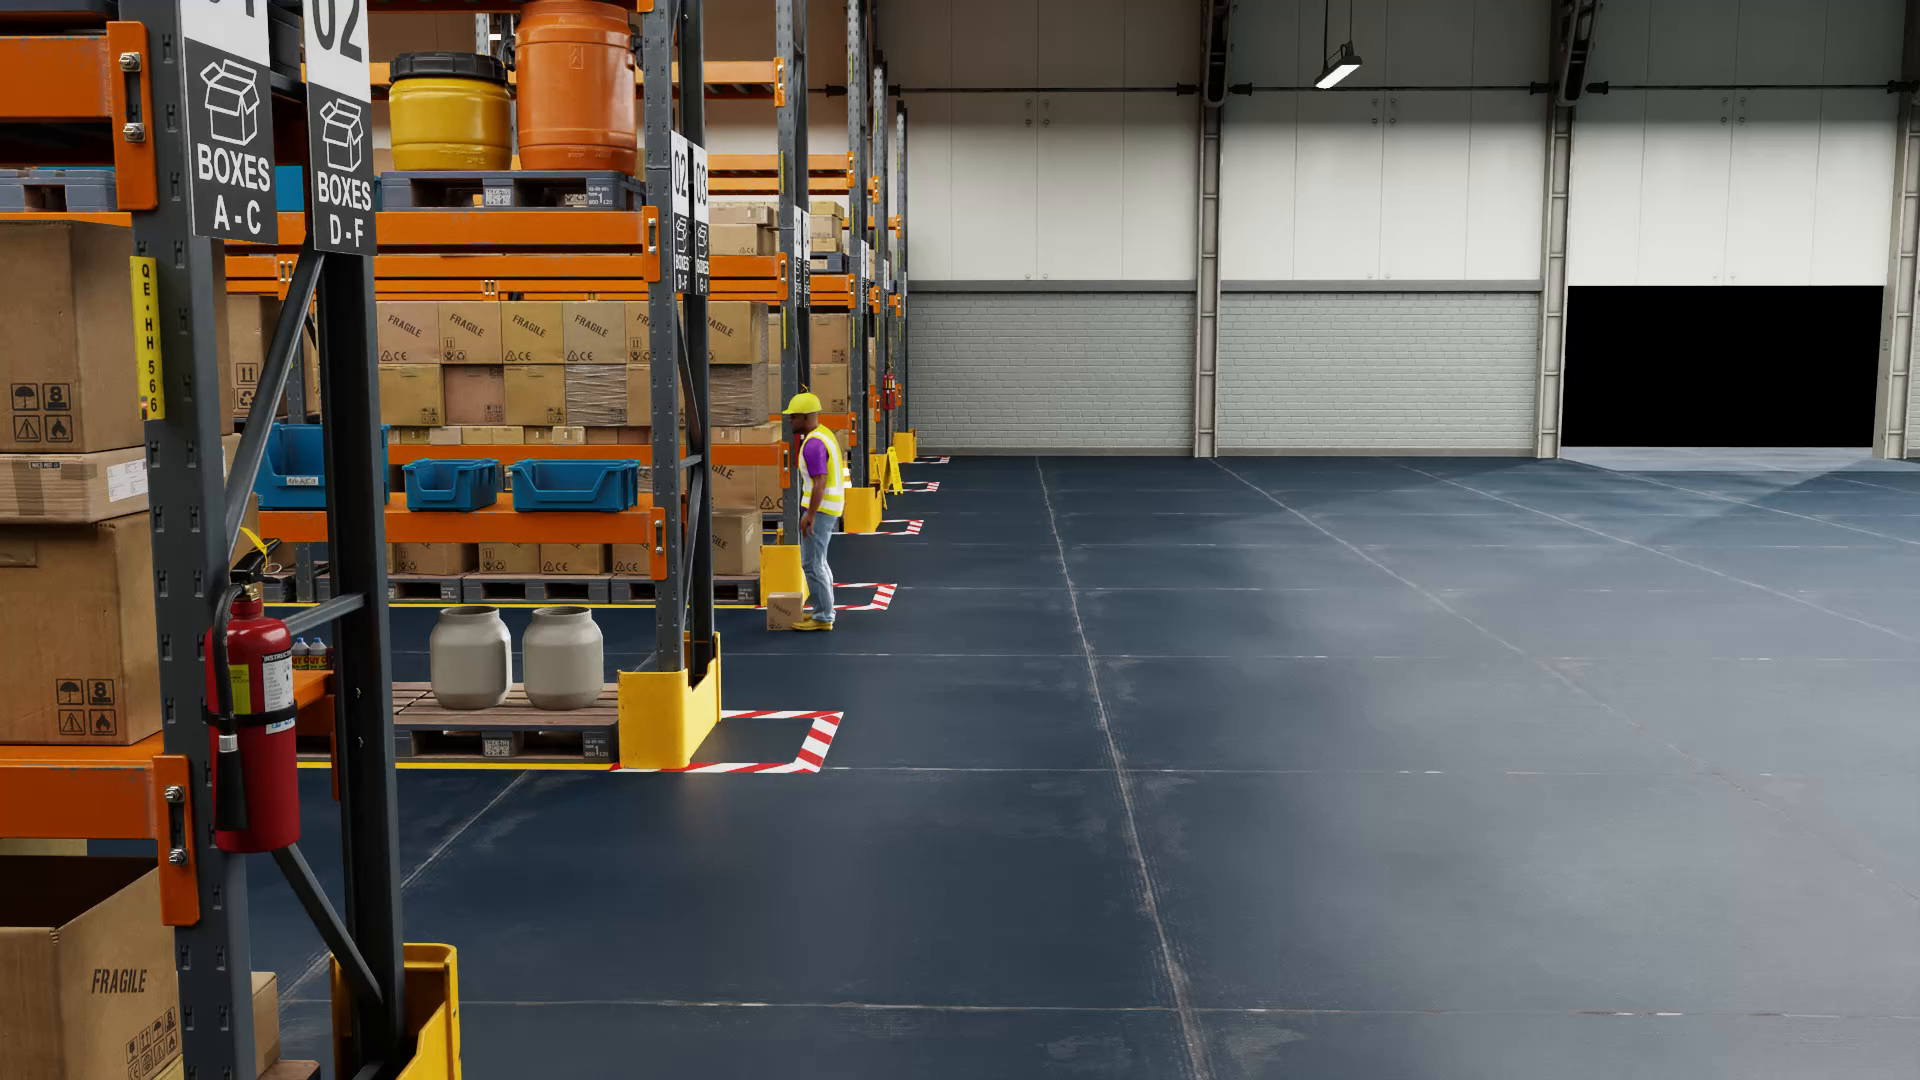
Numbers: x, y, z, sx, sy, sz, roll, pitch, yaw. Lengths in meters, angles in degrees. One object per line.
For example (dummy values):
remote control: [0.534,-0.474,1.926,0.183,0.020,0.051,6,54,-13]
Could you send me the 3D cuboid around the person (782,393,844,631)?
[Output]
person: [-1.087,-0.213,12.388,0.454,1.761,0.636,0,7,-1]
